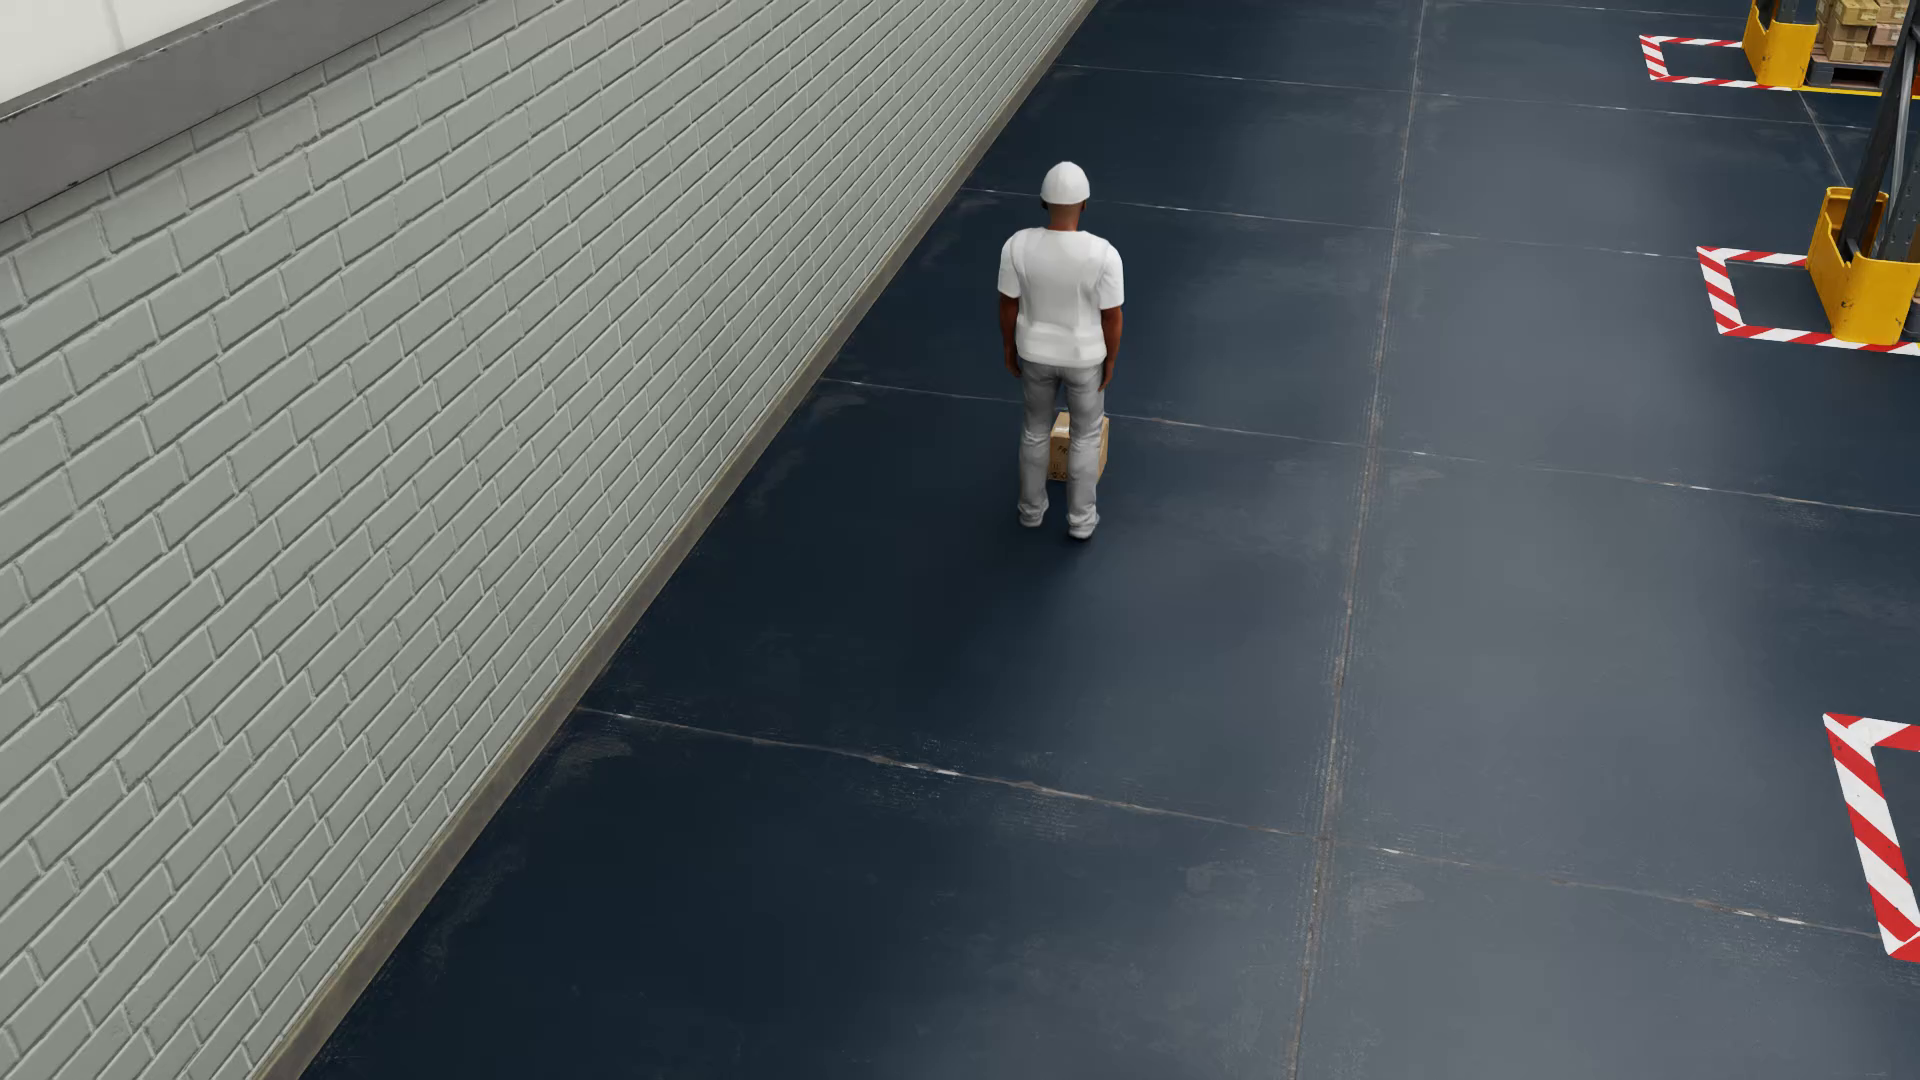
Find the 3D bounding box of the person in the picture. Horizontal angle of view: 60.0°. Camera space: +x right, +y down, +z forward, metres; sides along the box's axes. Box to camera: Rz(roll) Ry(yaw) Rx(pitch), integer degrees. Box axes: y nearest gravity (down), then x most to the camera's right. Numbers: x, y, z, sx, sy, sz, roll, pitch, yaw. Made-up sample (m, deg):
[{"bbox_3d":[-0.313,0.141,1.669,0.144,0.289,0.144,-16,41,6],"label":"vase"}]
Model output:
[{"bbox_3d":[0.448,-0.827,7.445,0.563,1.792,0.370,9,34,14],"label":"person"}]
